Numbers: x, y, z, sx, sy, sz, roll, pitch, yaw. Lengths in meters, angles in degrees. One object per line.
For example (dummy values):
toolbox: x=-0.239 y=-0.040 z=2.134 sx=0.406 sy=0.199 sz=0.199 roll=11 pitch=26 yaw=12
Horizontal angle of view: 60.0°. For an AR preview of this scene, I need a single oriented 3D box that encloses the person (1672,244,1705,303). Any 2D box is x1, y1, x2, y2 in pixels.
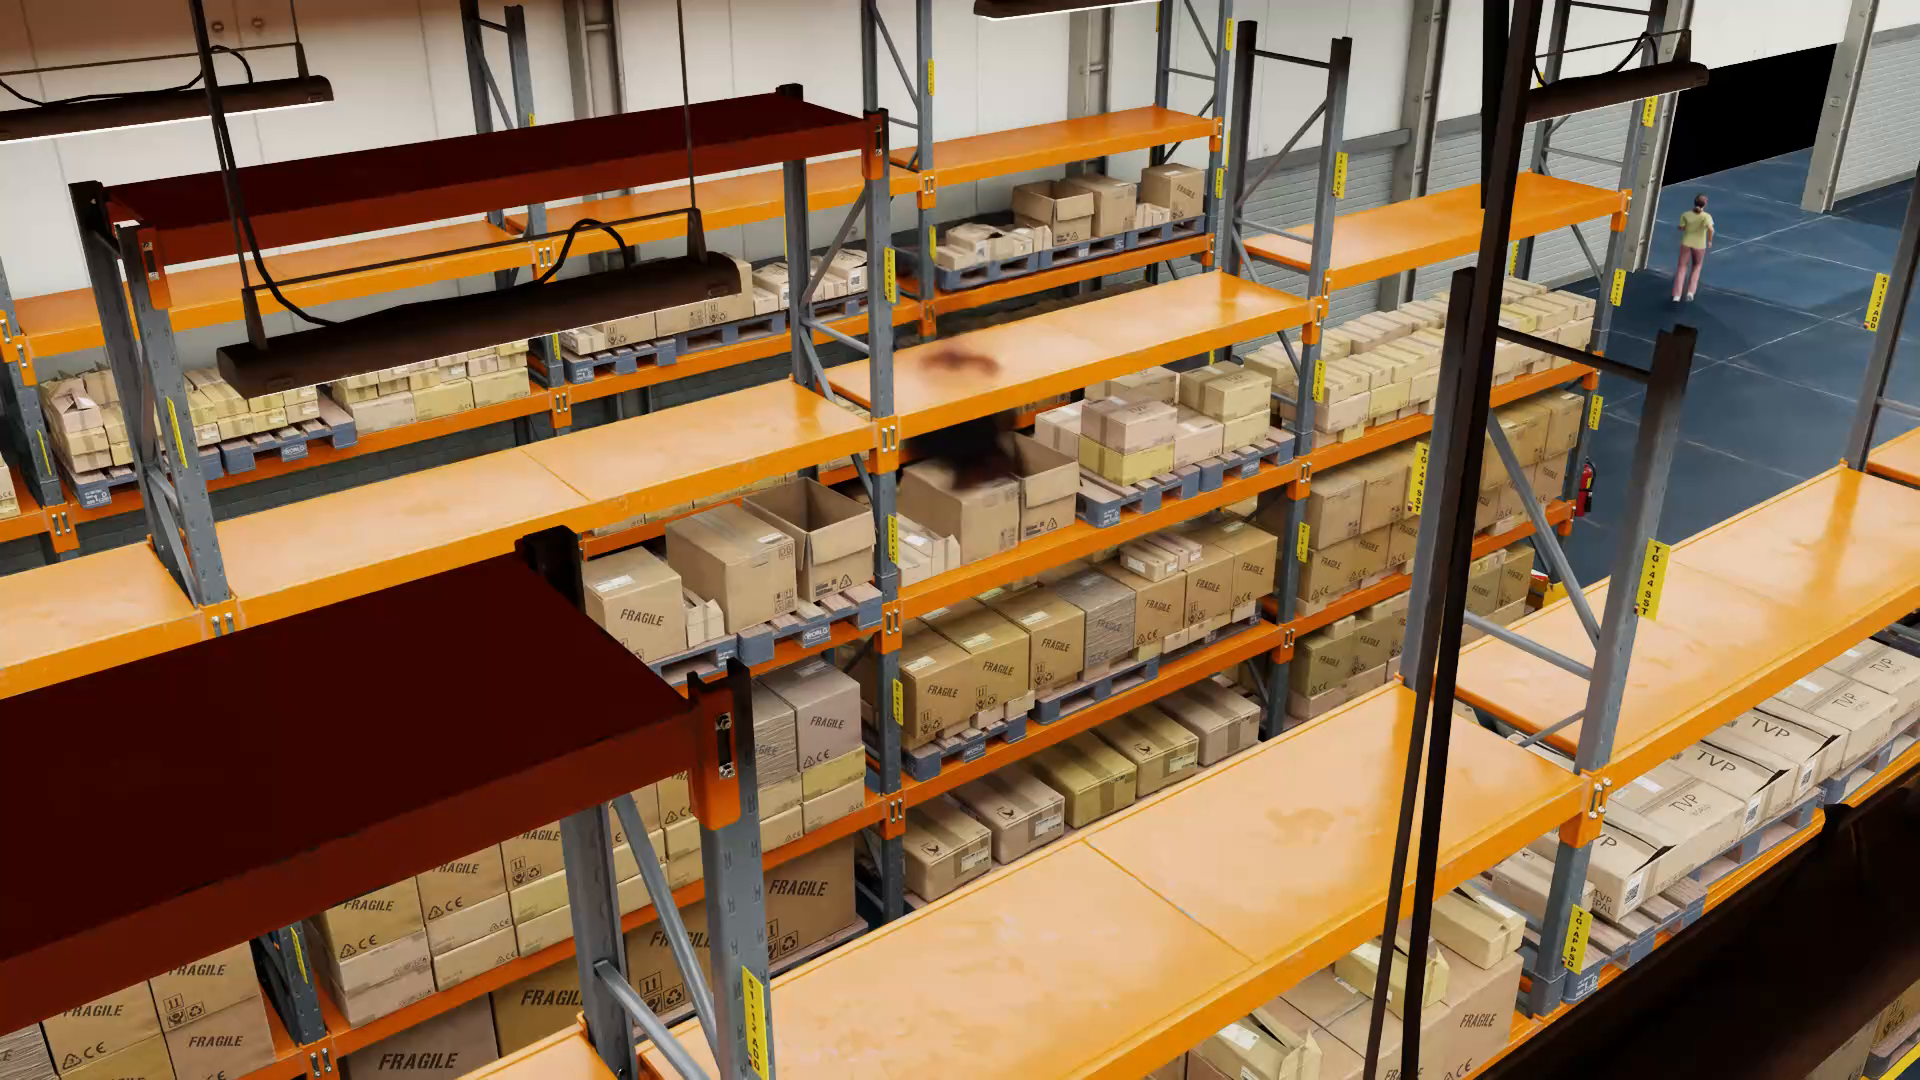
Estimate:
person: x=11.058 y=-4.072 z=25.272 sx=0.354 sy=1.066 sz=0.745 roll=14 pitch=29 yaw=26
